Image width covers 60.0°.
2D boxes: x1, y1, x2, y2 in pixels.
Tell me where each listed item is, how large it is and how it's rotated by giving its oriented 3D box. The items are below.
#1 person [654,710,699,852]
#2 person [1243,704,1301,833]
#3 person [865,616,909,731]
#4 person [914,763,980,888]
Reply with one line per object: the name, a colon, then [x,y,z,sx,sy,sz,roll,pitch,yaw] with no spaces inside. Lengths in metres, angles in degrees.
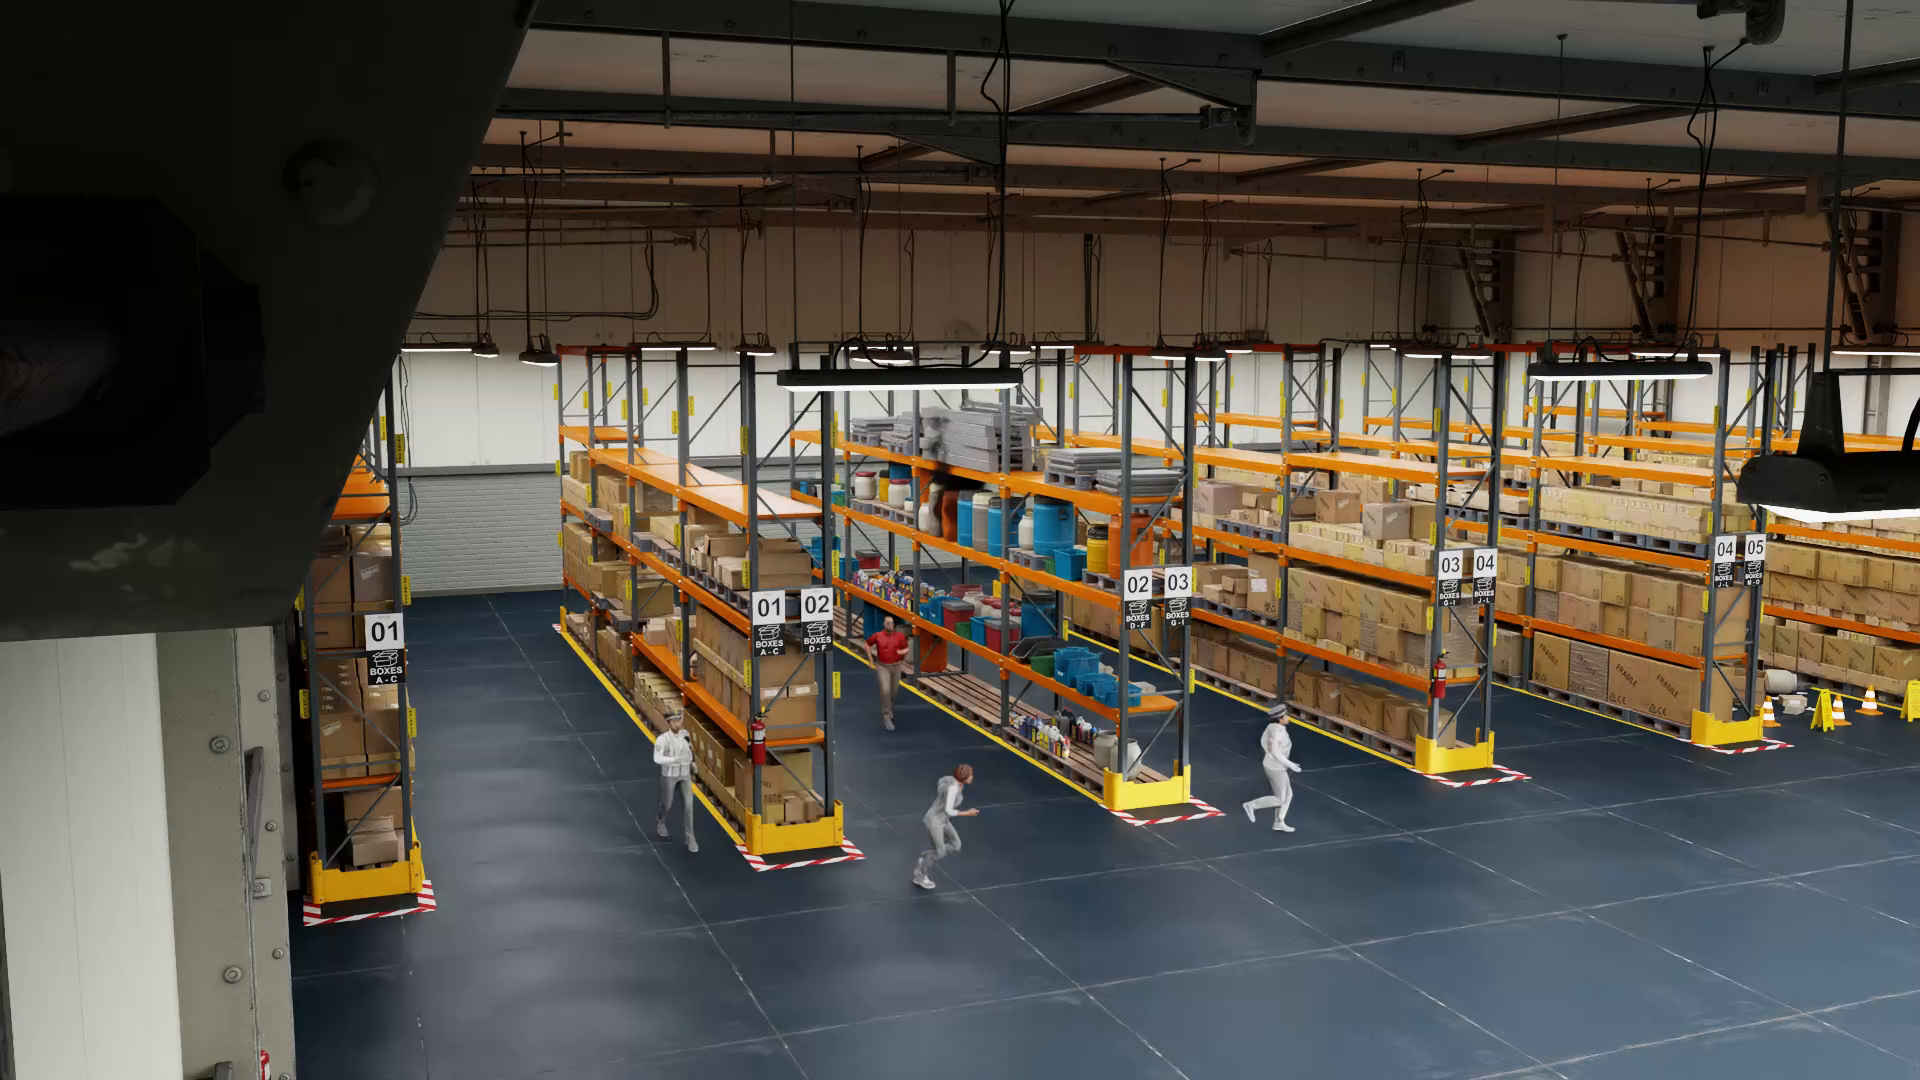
person: [-3.474,2.892,20.351,0.605,1.691,0.930,-4,9,-31]
person: [3.902,2.872,20.940,0.700,1.657,0.613,0,7,0]
person: [-1.136,2.084,26.569,0.653,1.748,0.921,-3,8,-20]
person: [-0.143,3.228,18.877,0.782,1.454,0.552,1,7,10]
